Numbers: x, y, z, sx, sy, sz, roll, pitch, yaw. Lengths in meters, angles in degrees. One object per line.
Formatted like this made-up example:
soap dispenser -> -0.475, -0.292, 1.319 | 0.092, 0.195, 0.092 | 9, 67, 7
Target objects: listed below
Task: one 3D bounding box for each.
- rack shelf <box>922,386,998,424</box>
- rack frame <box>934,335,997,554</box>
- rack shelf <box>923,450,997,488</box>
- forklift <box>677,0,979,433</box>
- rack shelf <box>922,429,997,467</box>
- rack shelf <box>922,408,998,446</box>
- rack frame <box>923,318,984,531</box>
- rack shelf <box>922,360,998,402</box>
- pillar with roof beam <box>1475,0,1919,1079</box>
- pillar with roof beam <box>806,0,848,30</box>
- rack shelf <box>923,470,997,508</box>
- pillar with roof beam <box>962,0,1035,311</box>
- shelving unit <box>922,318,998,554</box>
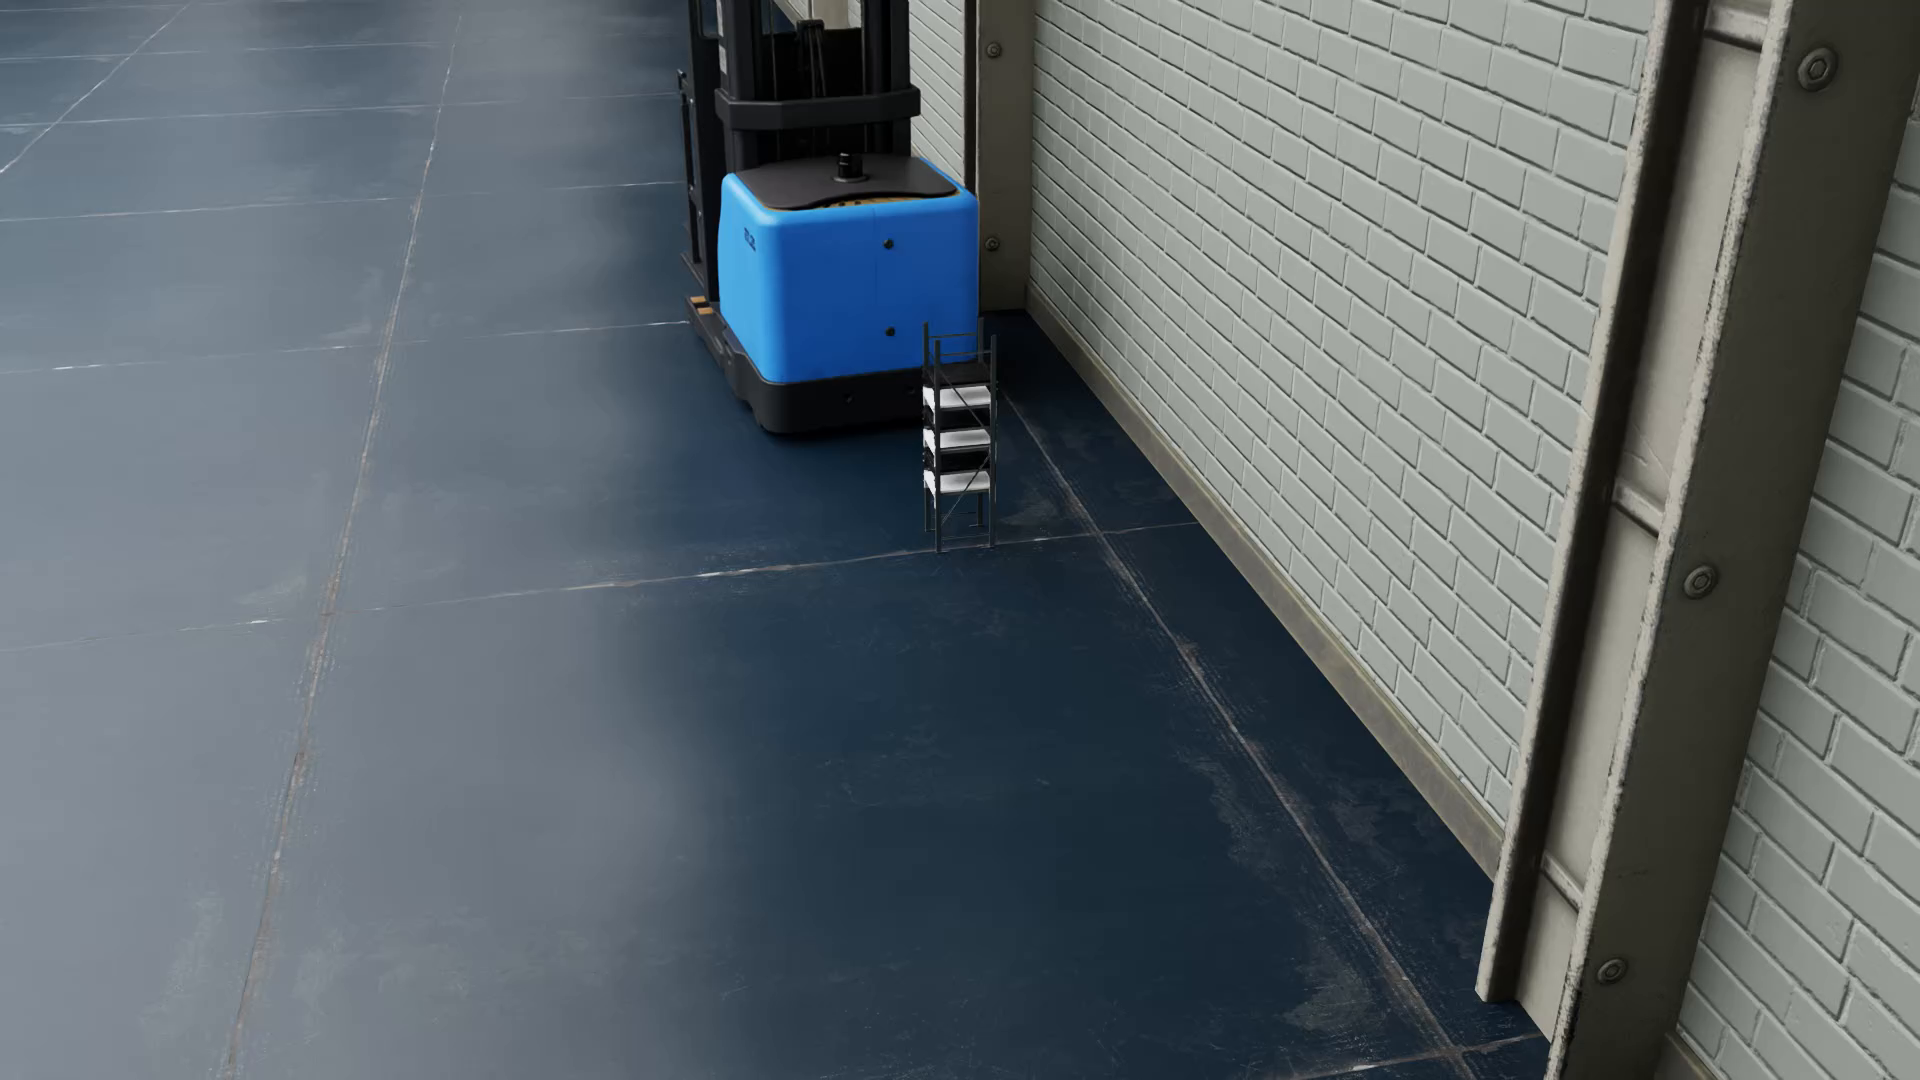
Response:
rack shelf -> -0.002, -0.536, 6.488 | 0.258, 0.077, 0.200 | -6, 27, -12
rack frame -> 0.021, -0.361, 6.466 | 0.240, 0.900, 0.006 | -6, 27, -12
rack shelf -> -0.002, -0.295, 6.610 | 0.258, 0.077, 0.200 | -6, 27, -12
forklift -> -0.860, -2.437, 8.325 | 1.130, 2.935, 3.031 | -9, 28, -17
rack shelf -> -0.002, -0.376, 6.569 | 0.258, 0.077, 0.200 | -6, 27, -12
rack shelf -> -0.002, -0.456, 6.529 | 0.258, 0.077, 0.200 | -6, 27, -12
rack frame -> -0.025, -0.450, 6.643 | 0.240, 0.900, 0.006 | -6, 27, -12
rack shelf -> -0.002, -0.617, 6.448 | 0.258, 0.077, 0.200 | -6, 27, -12
pillar with roof beam -> -2.640, -2.323, 1.366 | 9.100, 9.000, 0.400 | -6, 27, -12
pillar with roof beam -> -5.344, -7.591, 11.803 | 9.100, 9.000, 0.400 | -6, 27, -12
rack shelf -> -0.002, -0.215, 6.650 | 0.258, 0.077, 0.200 | -6, 27, -12
pillar with roof beam -> -3.992, -4.957, 6.585 | 9.100, 9.000, 0.400 | -6, 27, -12
shelving unit -> -0.002, -0.405, 6.554 | 0.258, 0.900, 0.210 | -6, 27, -12
